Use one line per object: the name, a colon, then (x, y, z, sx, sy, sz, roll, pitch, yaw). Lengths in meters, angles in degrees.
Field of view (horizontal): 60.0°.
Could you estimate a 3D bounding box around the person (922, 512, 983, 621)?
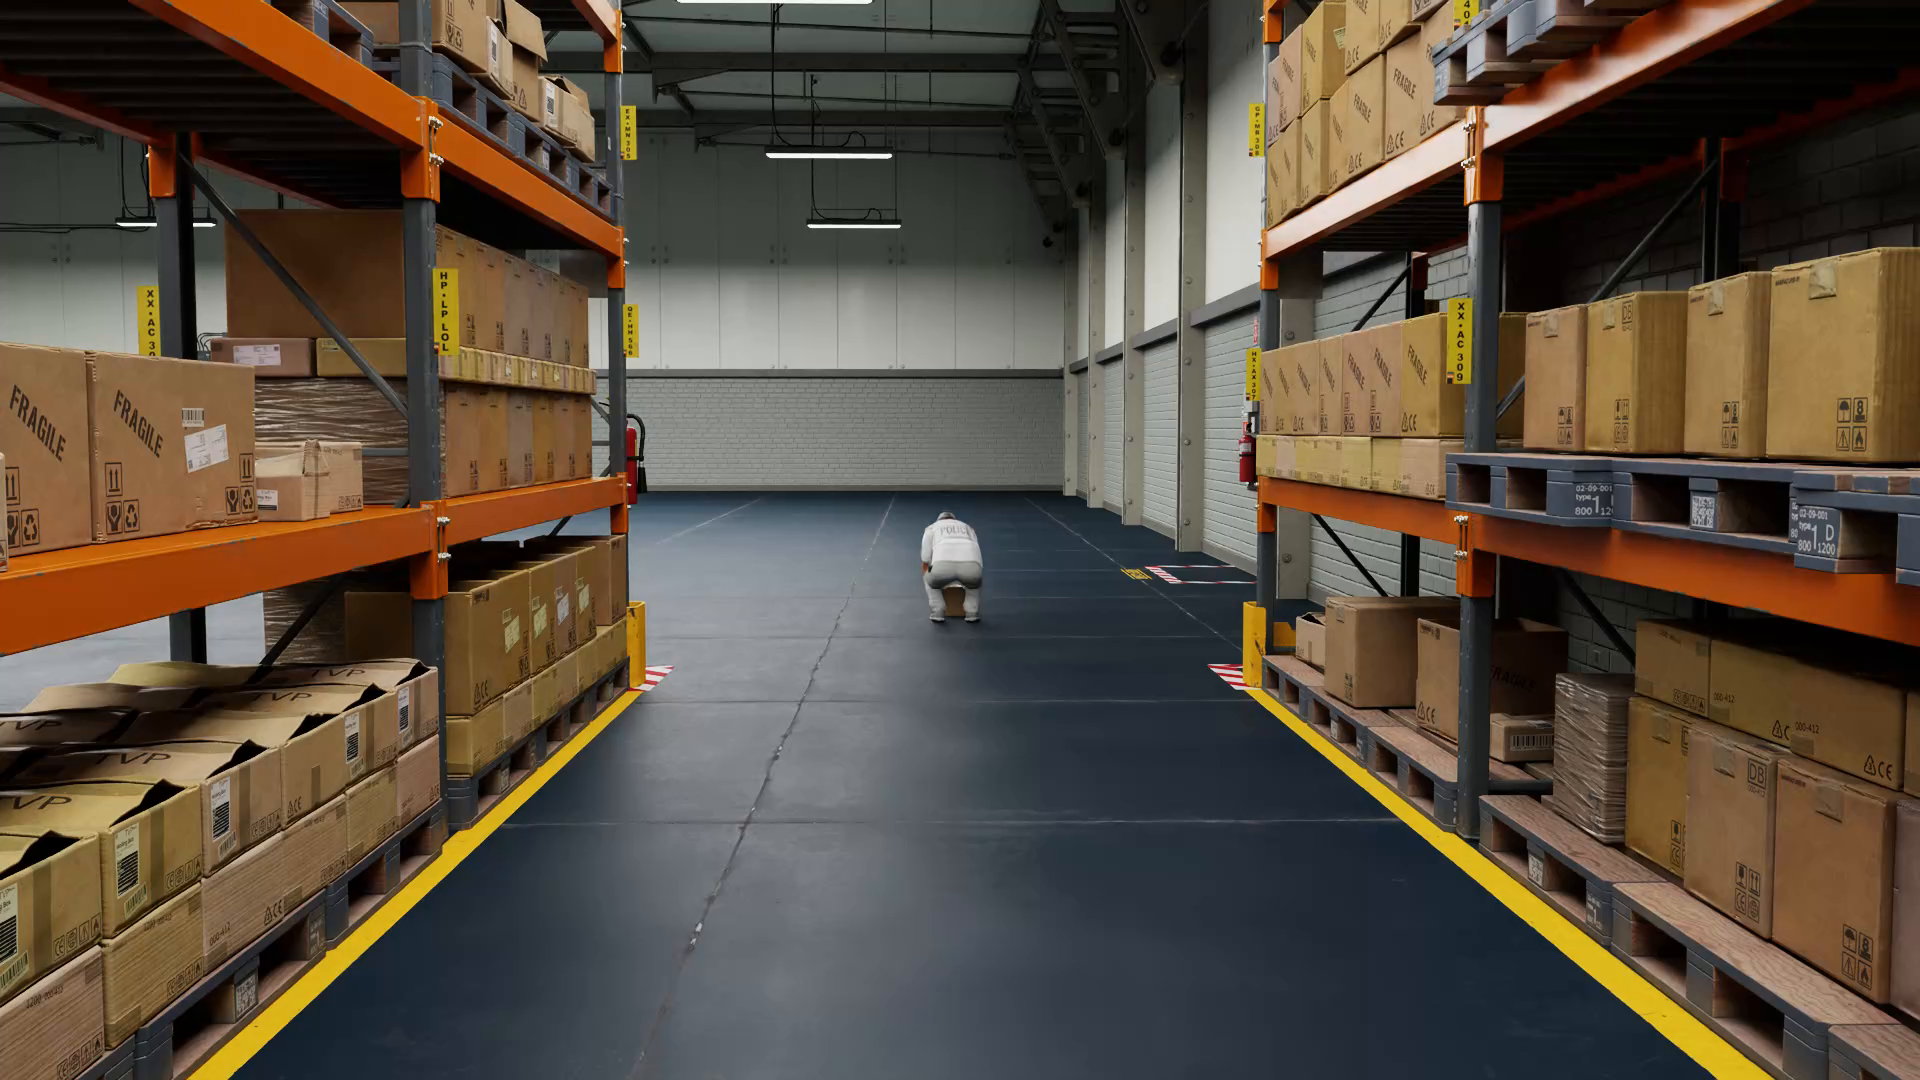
person: (-0.060, 0.227, 13.934, 0.522, 0.890, 0.861, 0, 4, -2)
